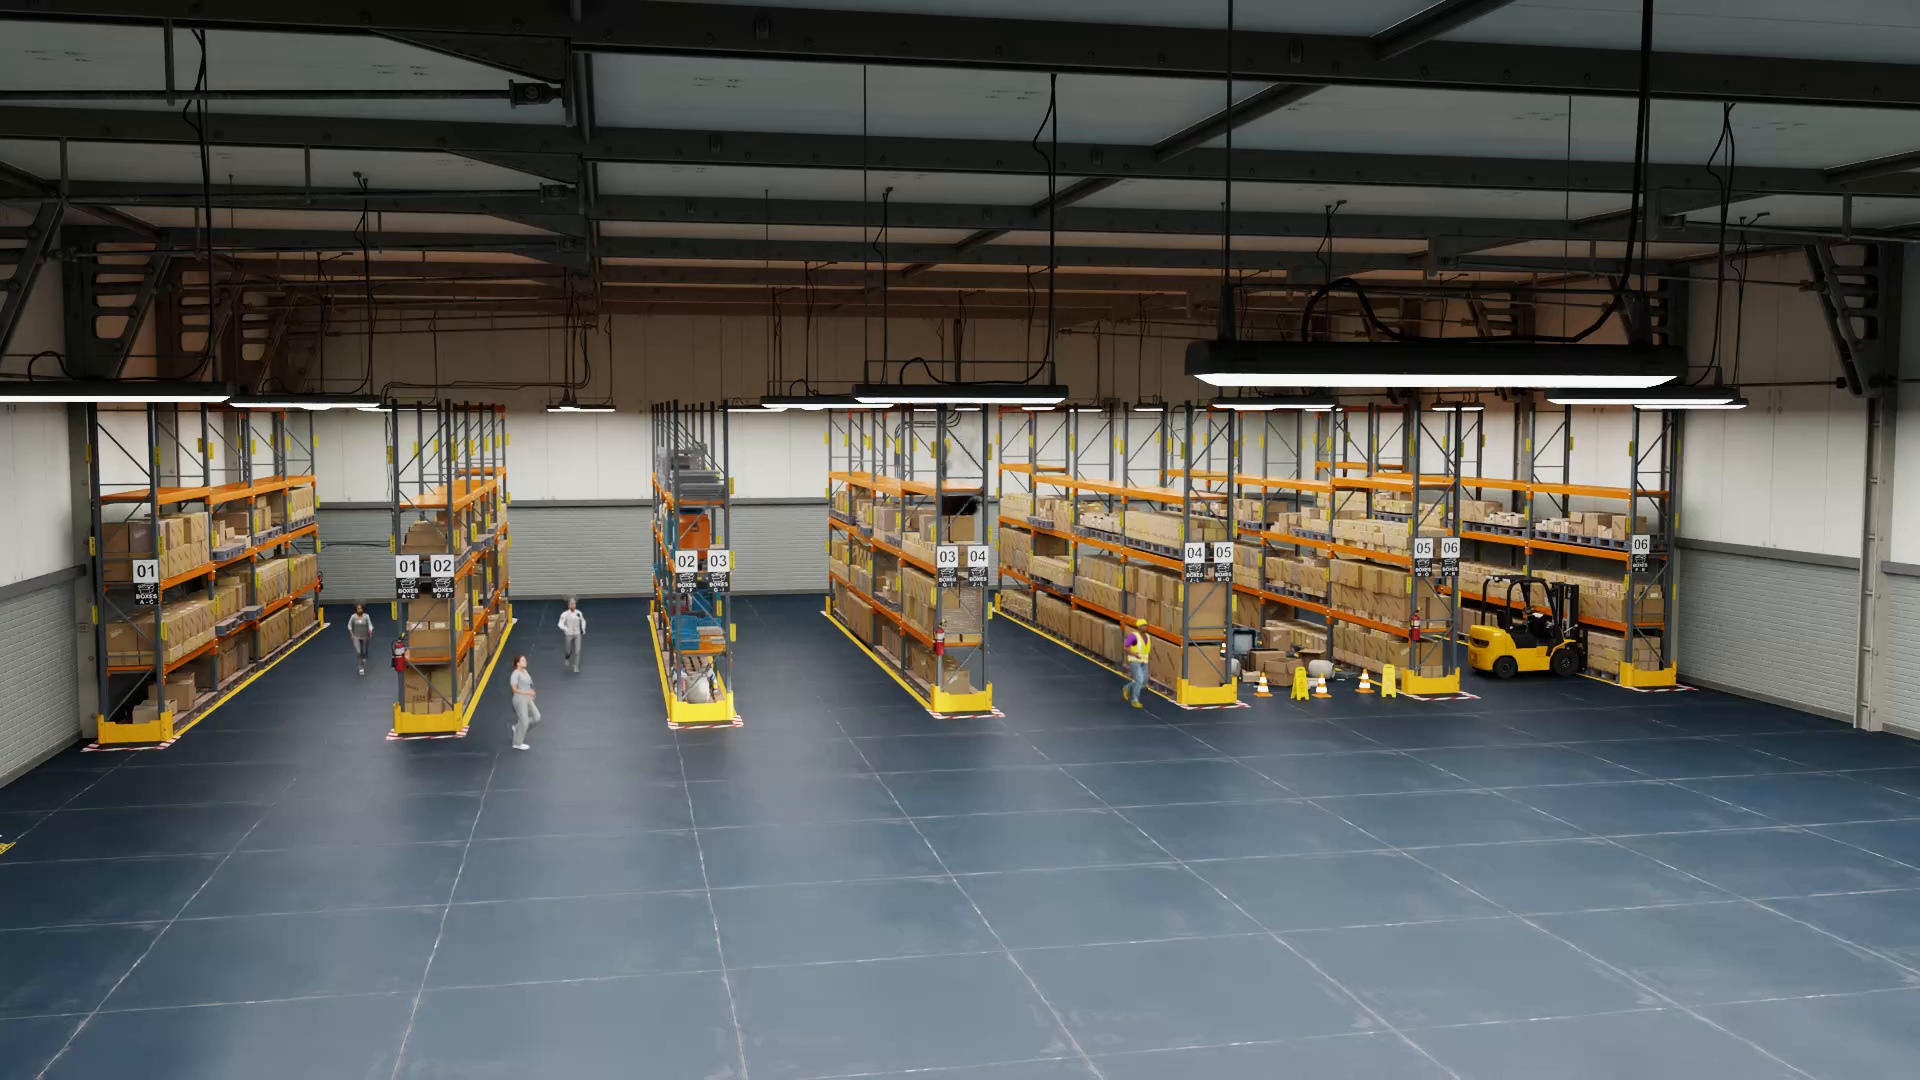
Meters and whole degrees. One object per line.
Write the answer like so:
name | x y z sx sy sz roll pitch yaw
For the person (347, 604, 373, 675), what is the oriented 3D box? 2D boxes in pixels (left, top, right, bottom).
person | -13.298 2.179 36.875 0.525 1.561 0.645 -2 5 -20

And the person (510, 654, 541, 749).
person | -7.465 2.765 28.476 0.556 1.630 0.558 1 4 15

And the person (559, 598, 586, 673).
person | -8.608 2.106 36.989 0.625 1.654 0.723 -2 5 -25

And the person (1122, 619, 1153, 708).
person | 3.499 2.406 32.807 0.737 1.714 0.642 -3 5 -38
